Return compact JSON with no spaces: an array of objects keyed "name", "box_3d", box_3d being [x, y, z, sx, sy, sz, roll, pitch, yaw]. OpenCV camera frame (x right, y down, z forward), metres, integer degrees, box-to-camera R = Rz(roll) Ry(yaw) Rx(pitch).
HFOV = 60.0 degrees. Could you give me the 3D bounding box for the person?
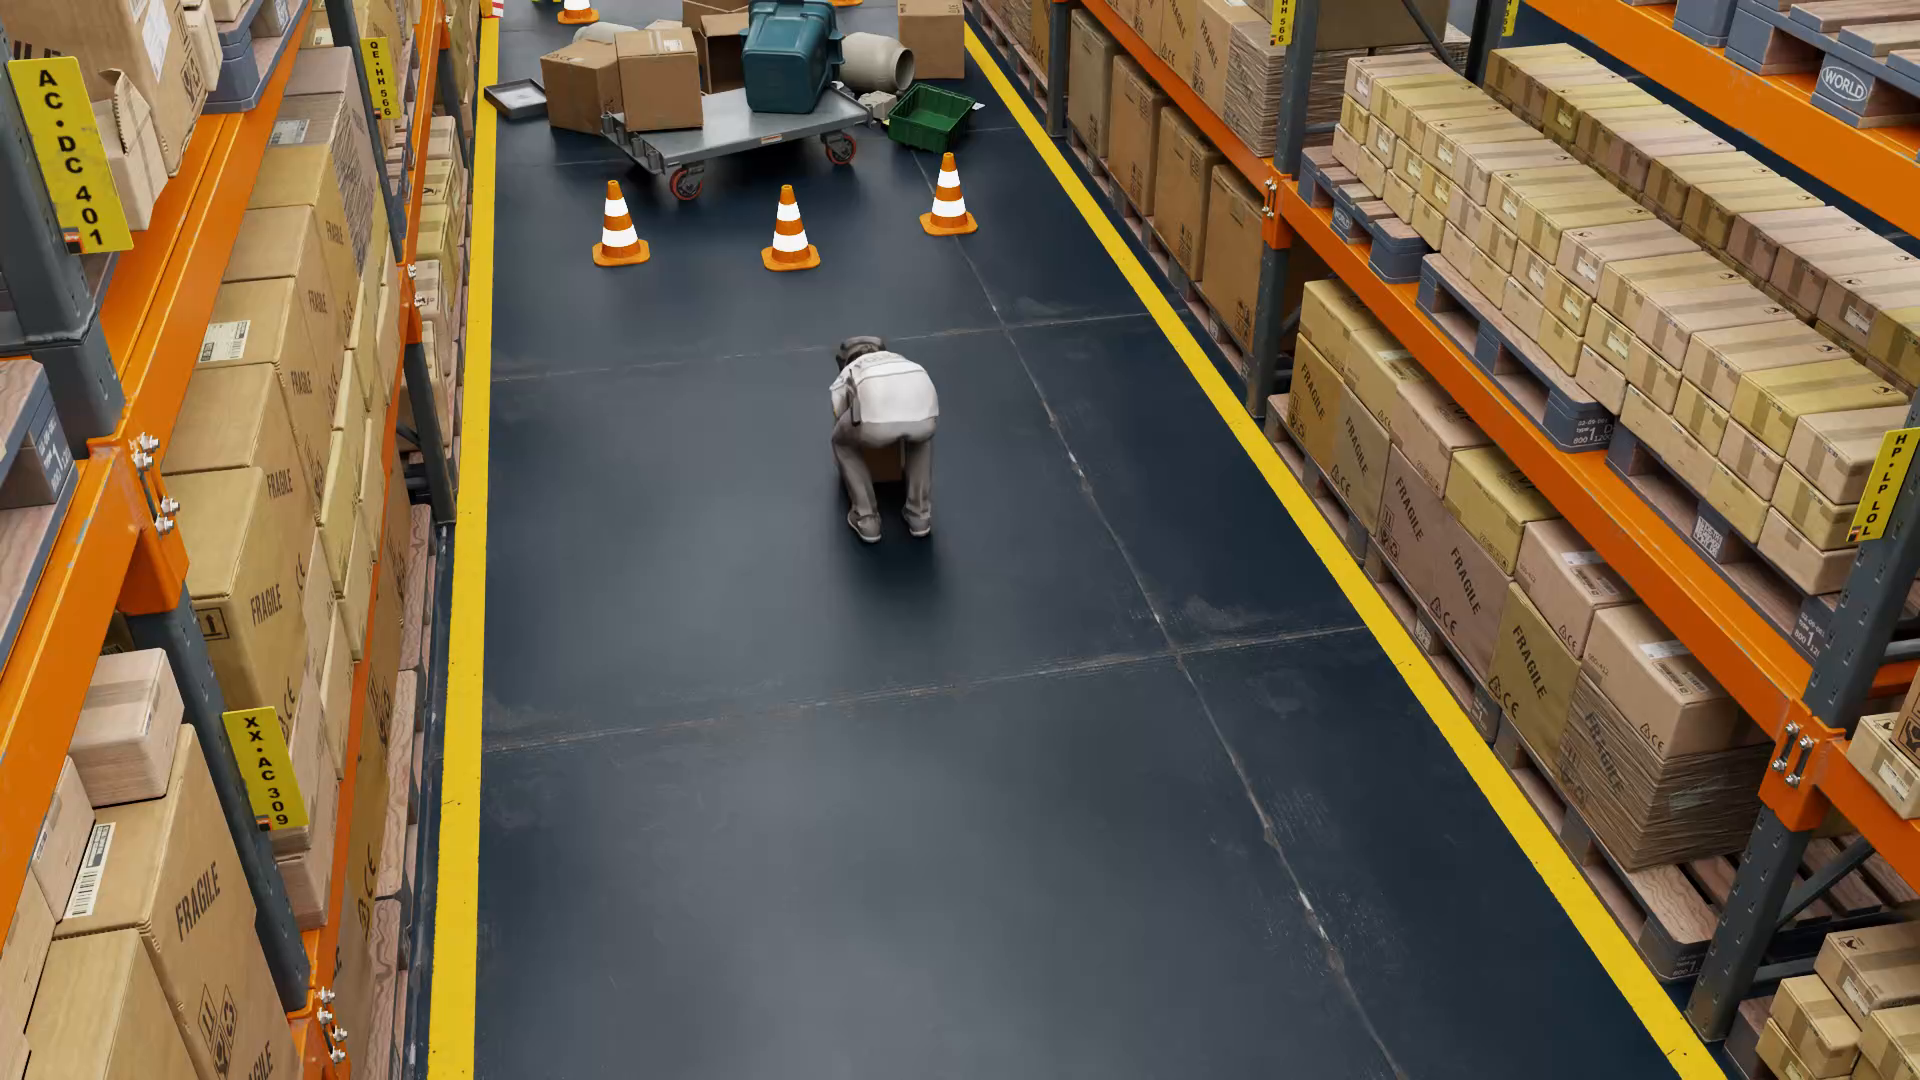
[{"name":"person","box_3d":[-0.361,-0.501,7.579,0.465,0.861,0.883,-9,36,-13]}]
